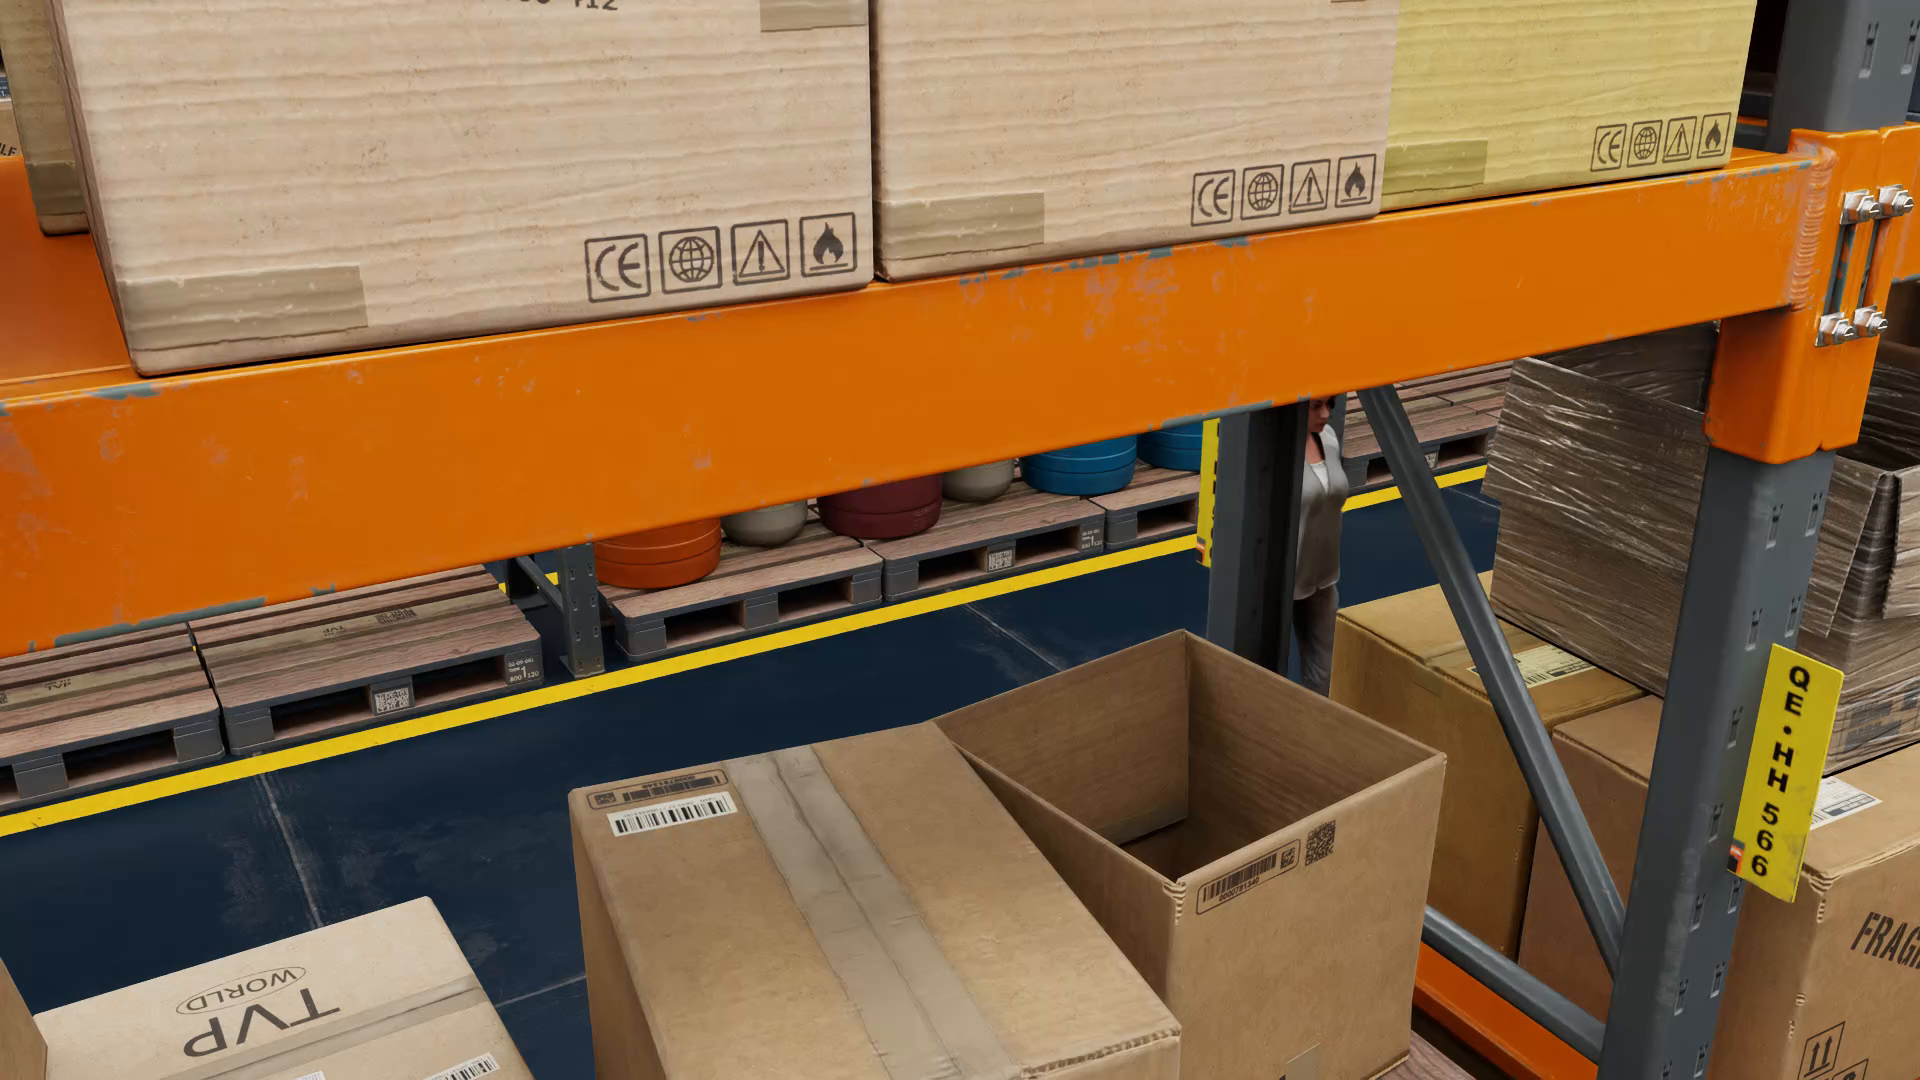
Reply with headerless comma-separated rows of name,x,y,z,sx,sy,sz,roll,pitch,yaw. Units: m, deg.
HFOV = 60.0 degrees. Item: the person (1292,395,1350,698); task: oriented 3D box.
person,1.170,0.197,5.675,0.433,1.552,0.548,-15,27,-33
